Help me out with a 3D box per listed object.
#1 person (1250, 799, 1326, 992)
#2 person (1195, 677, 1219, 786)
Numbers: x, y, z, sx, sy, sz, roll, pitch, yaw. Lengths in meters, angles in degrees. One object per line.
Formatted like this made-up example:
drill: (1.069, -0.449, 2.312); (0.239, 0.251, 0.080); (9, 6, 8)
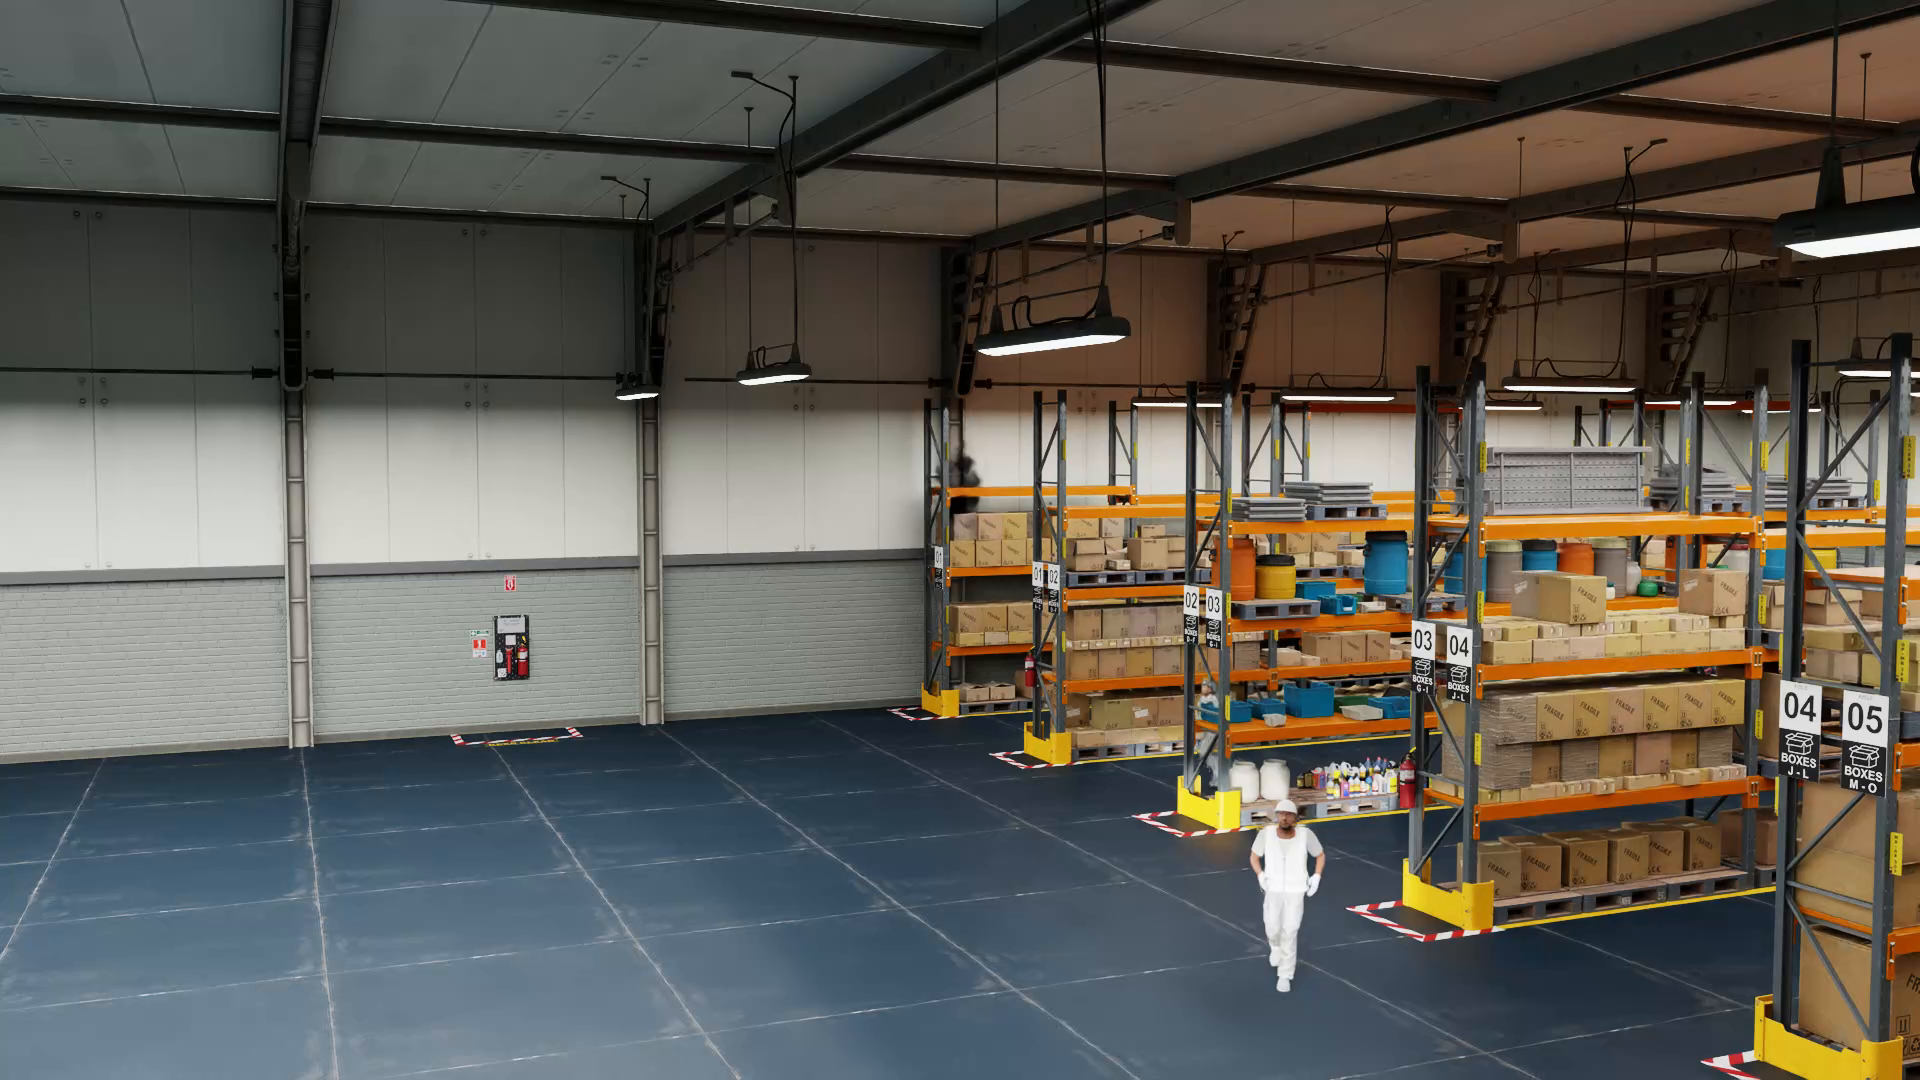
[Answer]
person: (3.128, 3.350, 15.912); (0.709, 1.773, 0.758); (1, 4, 17)
person: (3.729, 2.869, 24.792); (0.728, 1.651, 0.634); (-2, 4, -30)
